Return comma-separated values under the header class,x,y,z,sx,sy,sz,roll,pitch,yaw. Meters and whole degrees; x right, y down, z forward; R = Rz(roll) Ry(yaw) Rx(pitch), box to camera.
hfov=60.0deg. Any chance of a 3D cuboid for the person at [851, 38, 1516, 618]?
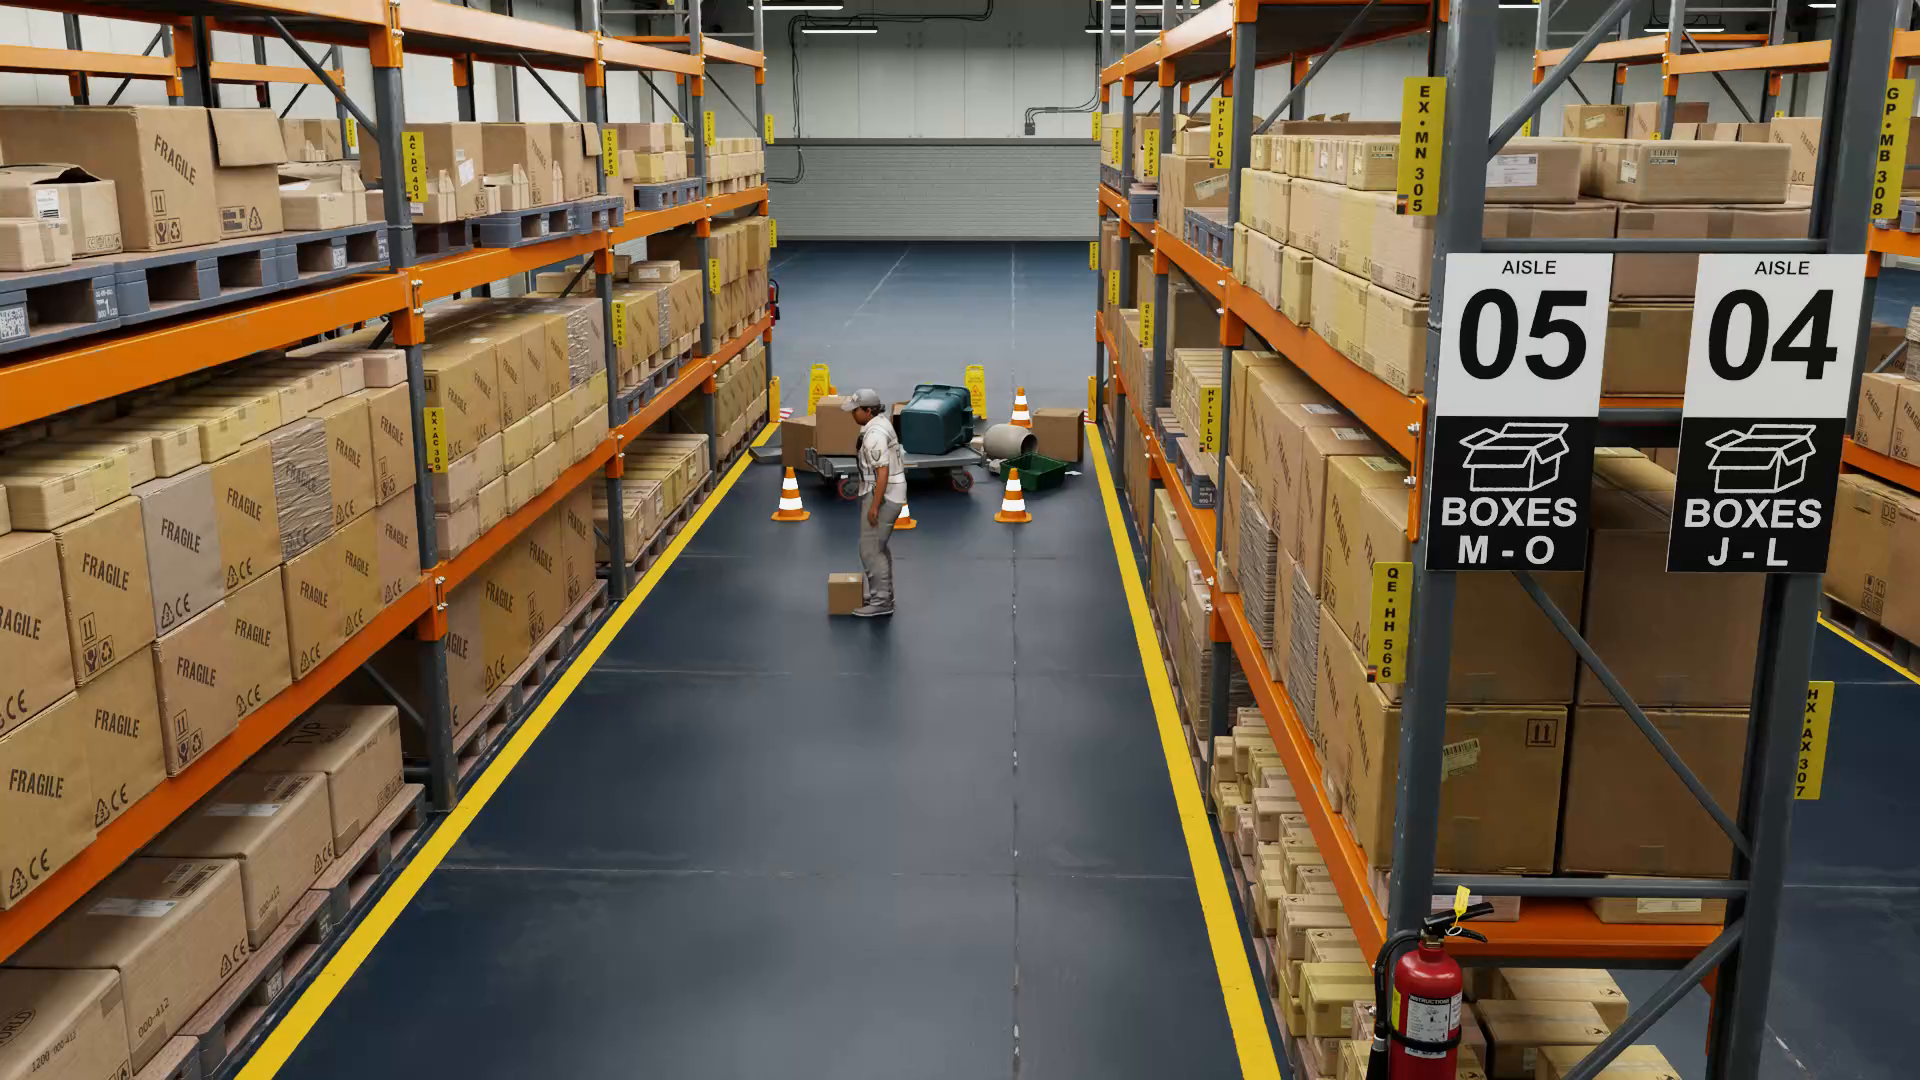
class,x,y,z,sx,sy,sz,roll,pitch,yaw
person,7.915,-7.255,31.084,18.870,6.001,40.049,-1,14,-2
